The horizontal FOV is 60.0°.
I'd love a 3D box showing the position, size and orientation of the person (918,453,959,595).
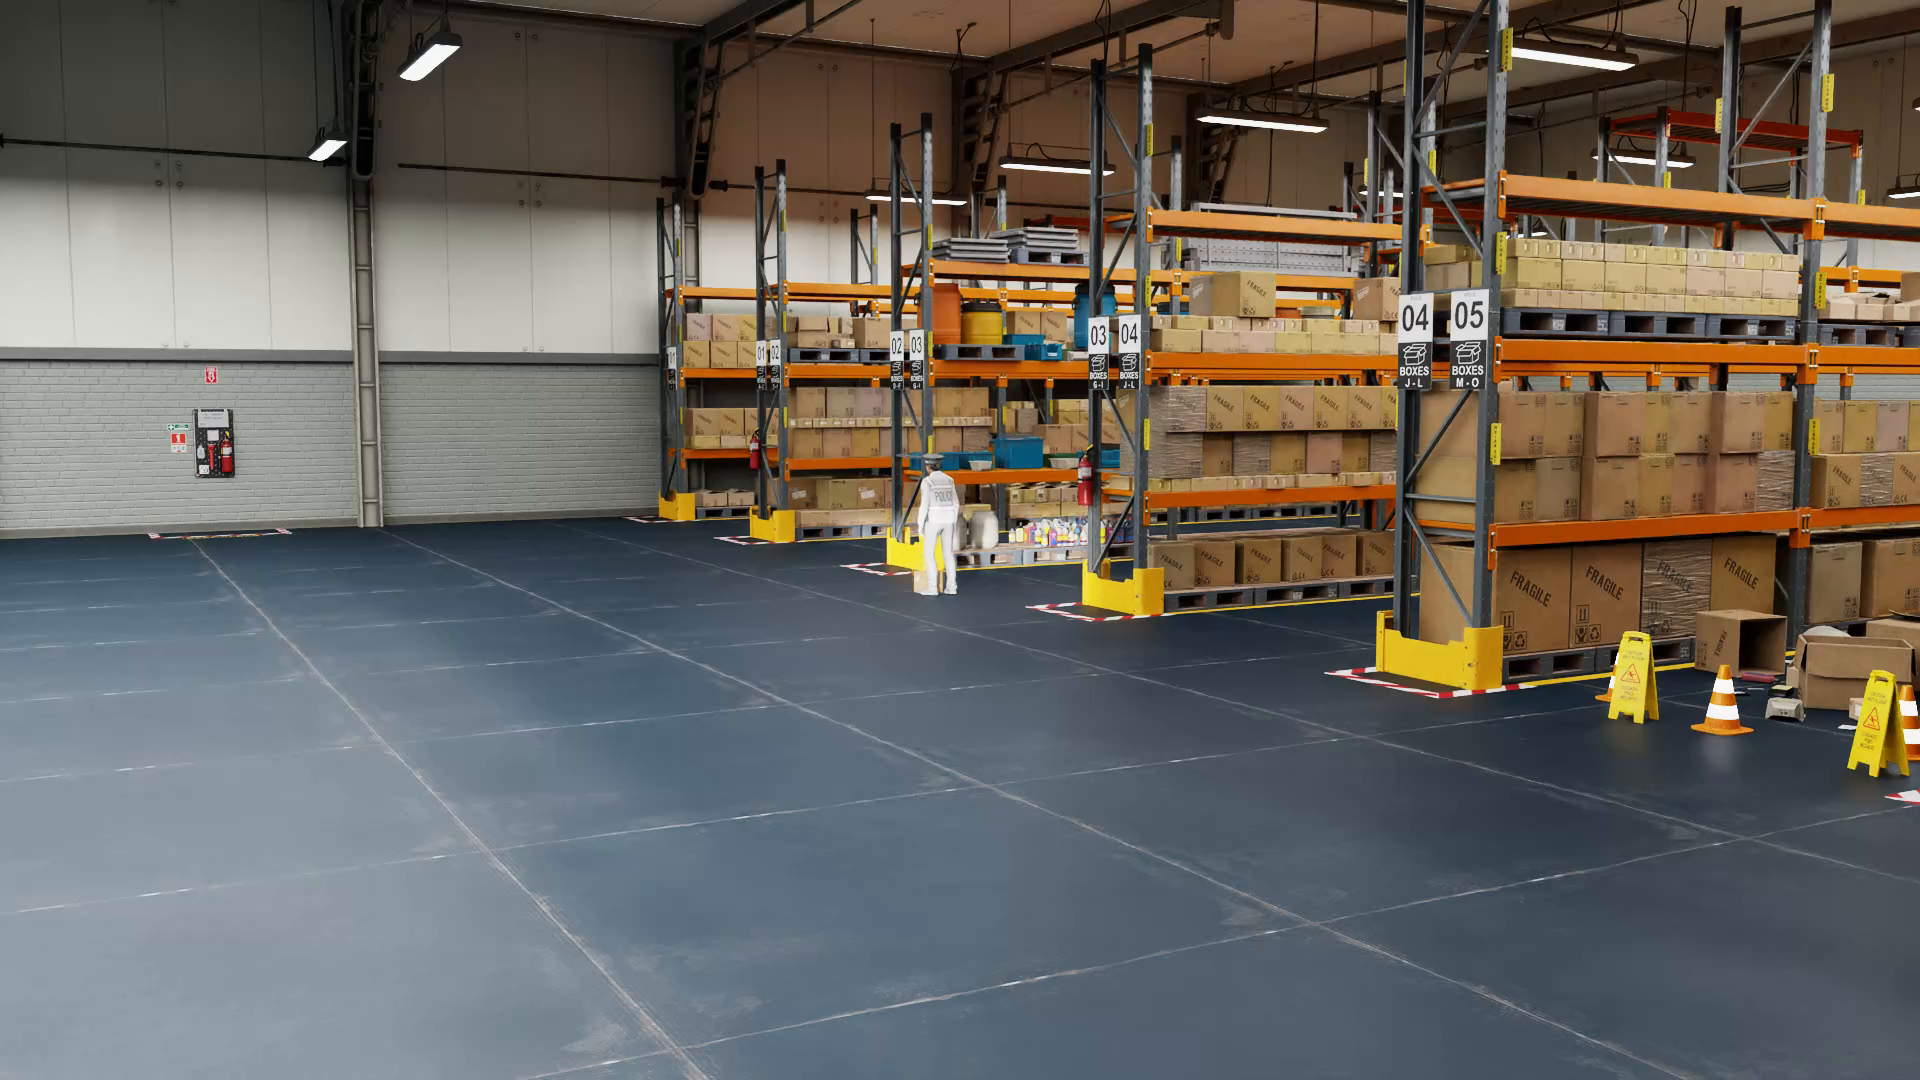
[{"bbox_3d":[-0.260,-0.183,19.525,0.543,1.662,0.376,-3,6,-32],"label":"person"}]
